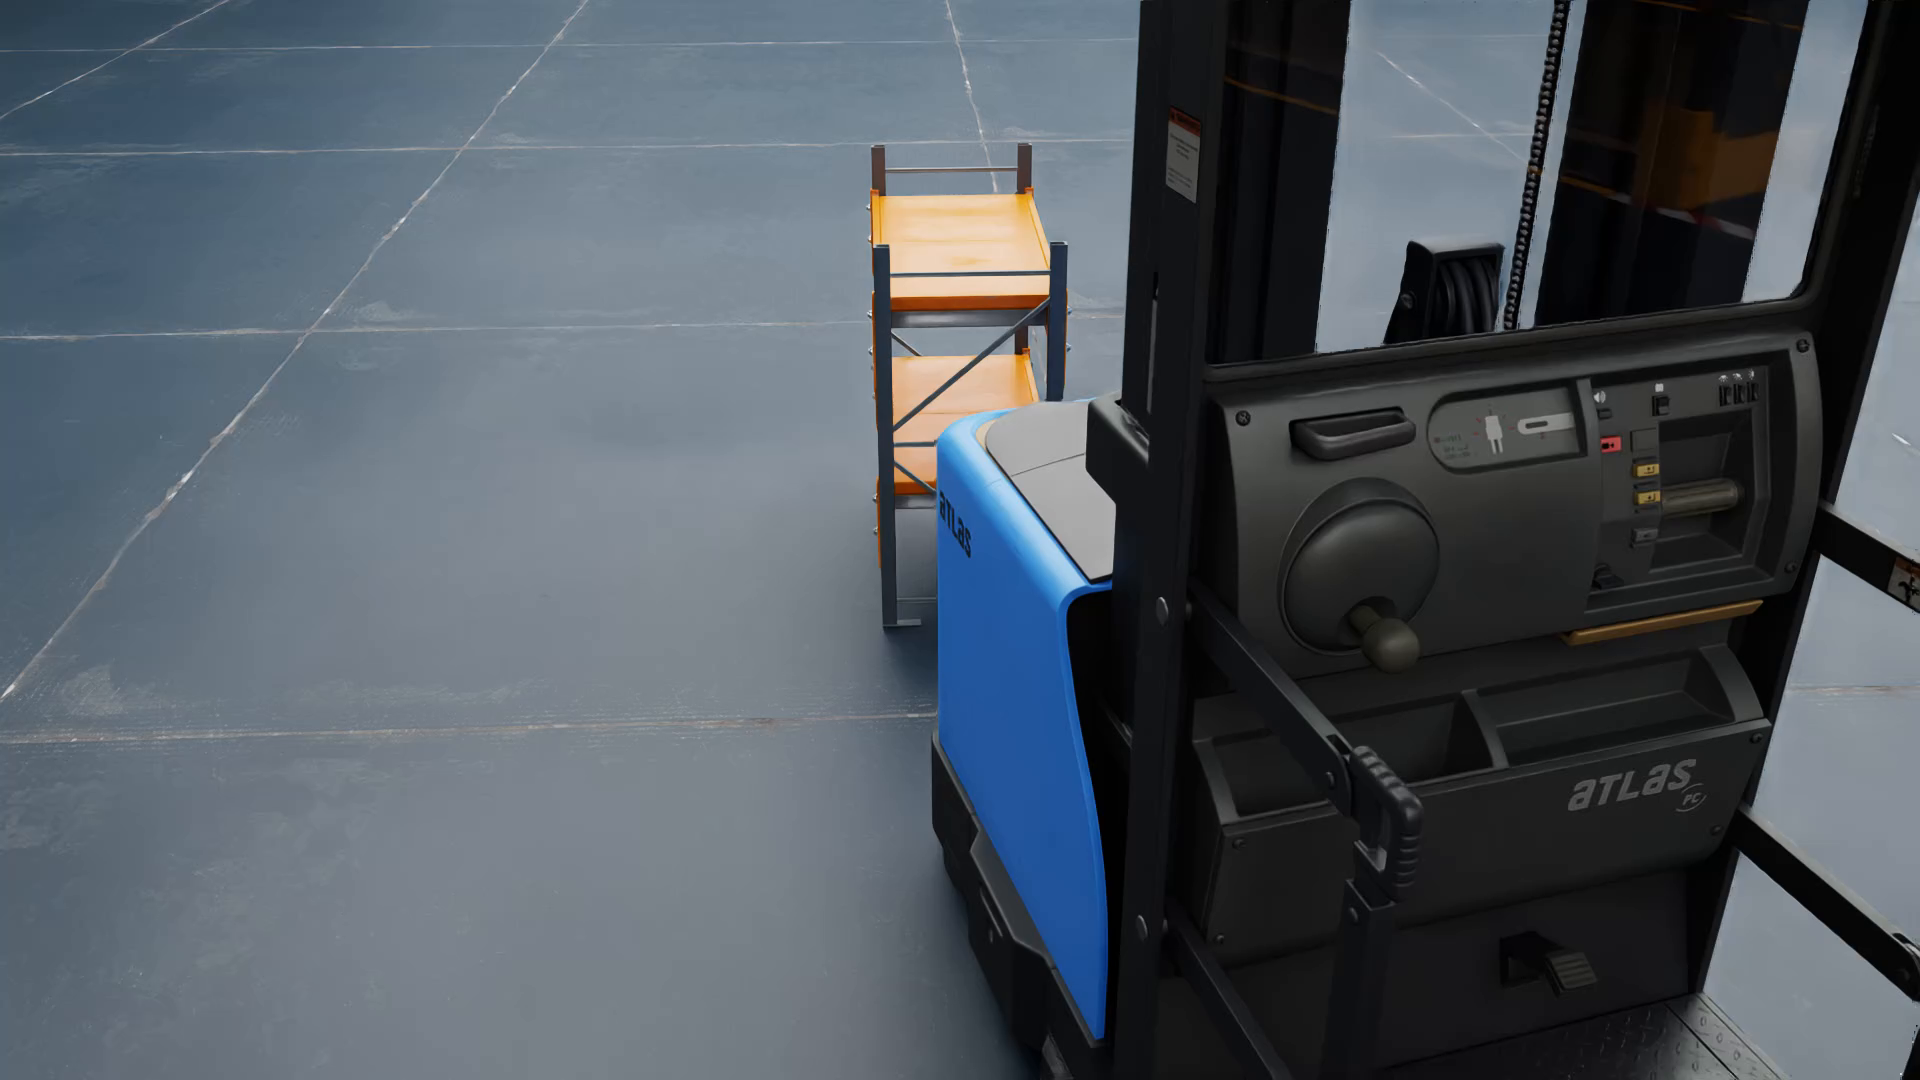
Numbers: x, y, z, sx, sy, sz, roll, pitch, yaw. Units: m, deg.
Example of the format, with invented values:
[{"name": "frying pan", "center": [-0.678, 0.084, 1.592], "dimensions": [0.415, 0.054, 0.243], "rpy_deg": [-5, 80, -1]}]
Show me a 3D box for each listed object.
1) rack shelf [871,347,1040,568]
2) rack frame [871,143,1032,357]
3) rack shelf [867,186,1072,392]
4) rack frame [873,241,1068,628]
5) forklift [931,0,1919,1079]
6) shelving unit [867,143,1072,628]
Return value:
[{"name": "rack shelf", "center": [0.000, -0.279, 5.097], "dimensions": [0.538, 0.278, 1.000], "rpy_deg": [-1, 28, -3]}, {"name": "rack frame", "center": [-0.026, -0.730, 5.434], "dimensions": [0.500, 1.125, 0.032], "rpy_deg": [-1, 28, -3]}, {"name": "rack shelf", "center": [0.000, -0.755, 4.849], "dimensions": [0.538, 0.278, 1.000], "rpy_deg": [-1, 28, -3]}, {"name": "rack frame", "center": [0.027, -0.261, 4.534], "dimensions": [0.500, 1.125, 0.032], "rpy_deg": [-1, 28, -3]}, {"name": "forklift", "center": [0.859, -0.020, 2.119], "dimensions": [1.130, 2.935, 3.031], "rpy_deg": [-8, 29, -15]}, {"name": "shelving unit", "center": [0.000, -0.496, 4.984], "dimensions": [0.538, 1.125, 1.048], "rpy_deg": [-1, 28, -3]}]
